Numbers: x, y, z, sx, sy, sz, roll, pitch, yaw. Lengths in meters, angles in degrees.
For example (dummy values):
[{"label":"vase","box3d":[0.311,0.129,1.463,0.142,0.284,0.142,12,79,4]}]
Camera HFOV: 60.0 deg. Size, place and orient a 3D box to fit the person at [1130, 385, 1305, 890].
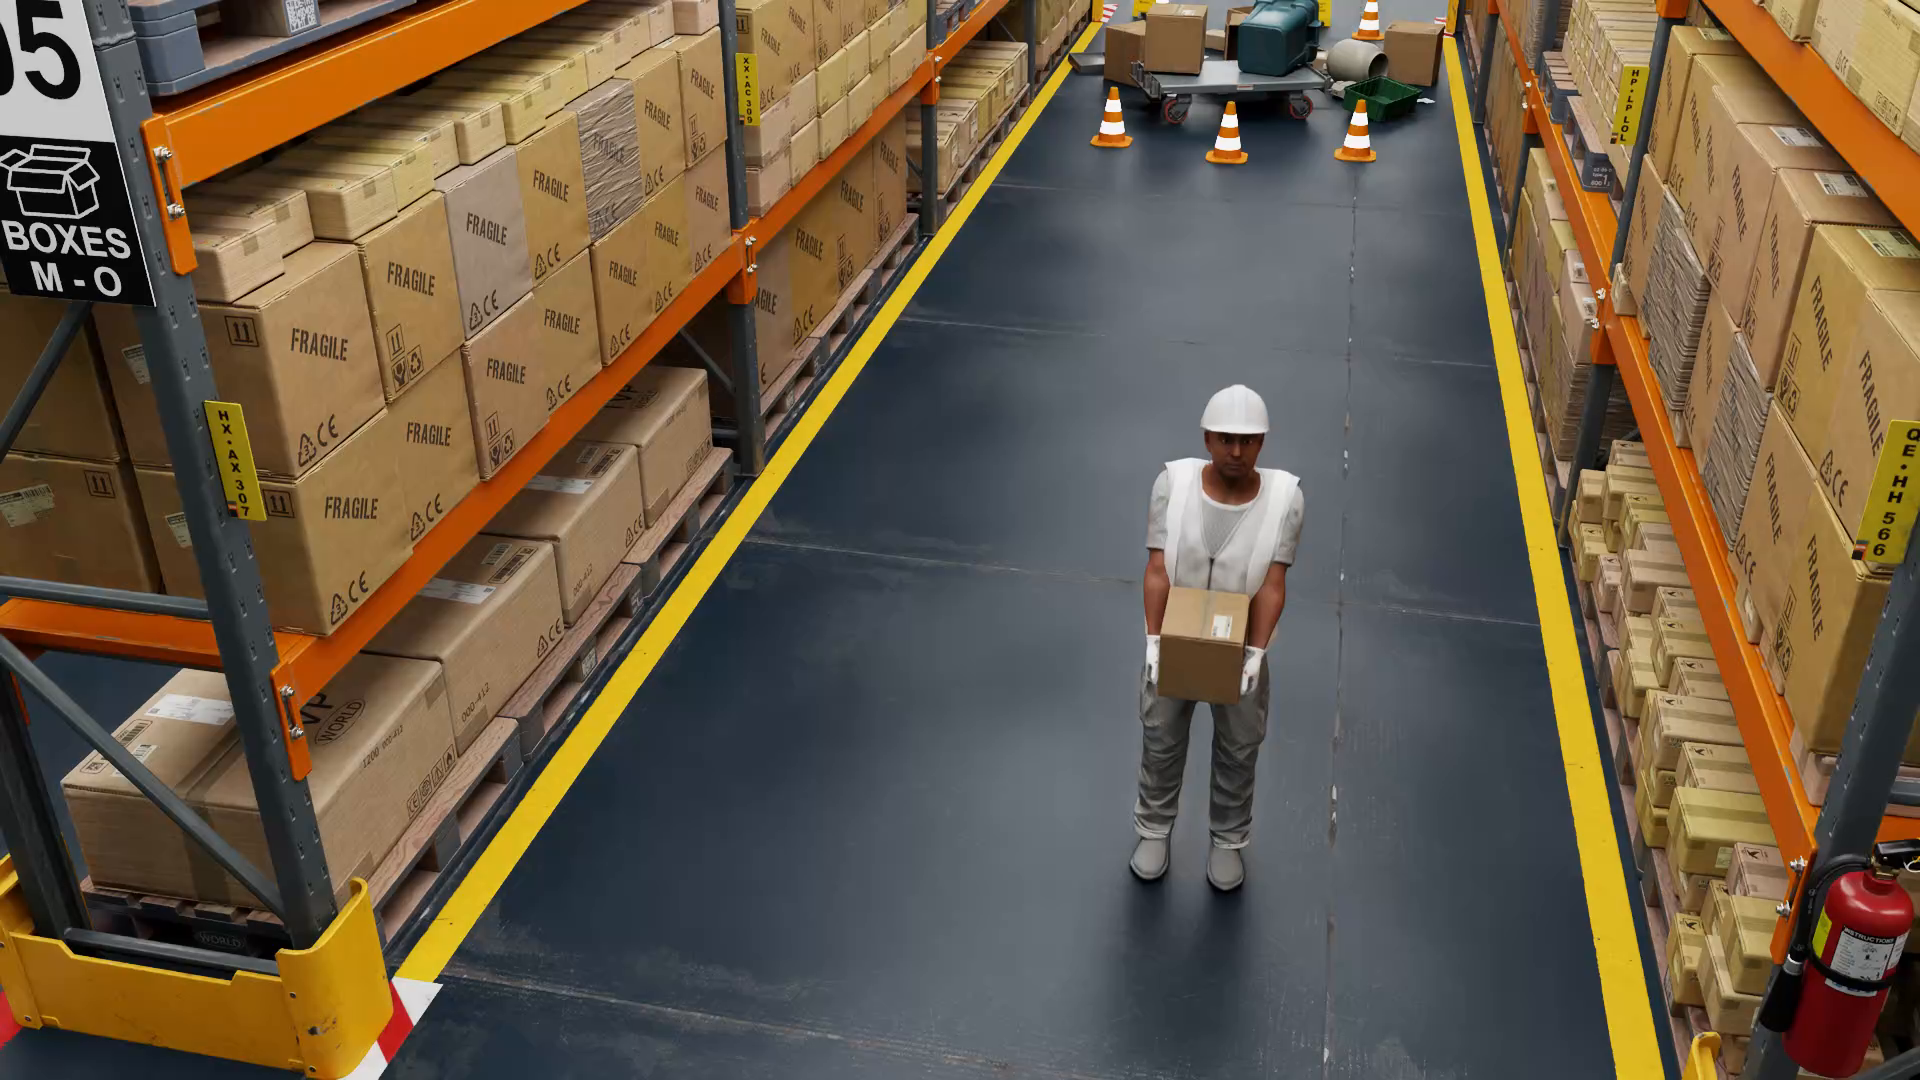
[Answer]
[{"label":"person","box3d":[0.815,0.384,5.403,0.487,1.778,0.574,6,29,12]}]
